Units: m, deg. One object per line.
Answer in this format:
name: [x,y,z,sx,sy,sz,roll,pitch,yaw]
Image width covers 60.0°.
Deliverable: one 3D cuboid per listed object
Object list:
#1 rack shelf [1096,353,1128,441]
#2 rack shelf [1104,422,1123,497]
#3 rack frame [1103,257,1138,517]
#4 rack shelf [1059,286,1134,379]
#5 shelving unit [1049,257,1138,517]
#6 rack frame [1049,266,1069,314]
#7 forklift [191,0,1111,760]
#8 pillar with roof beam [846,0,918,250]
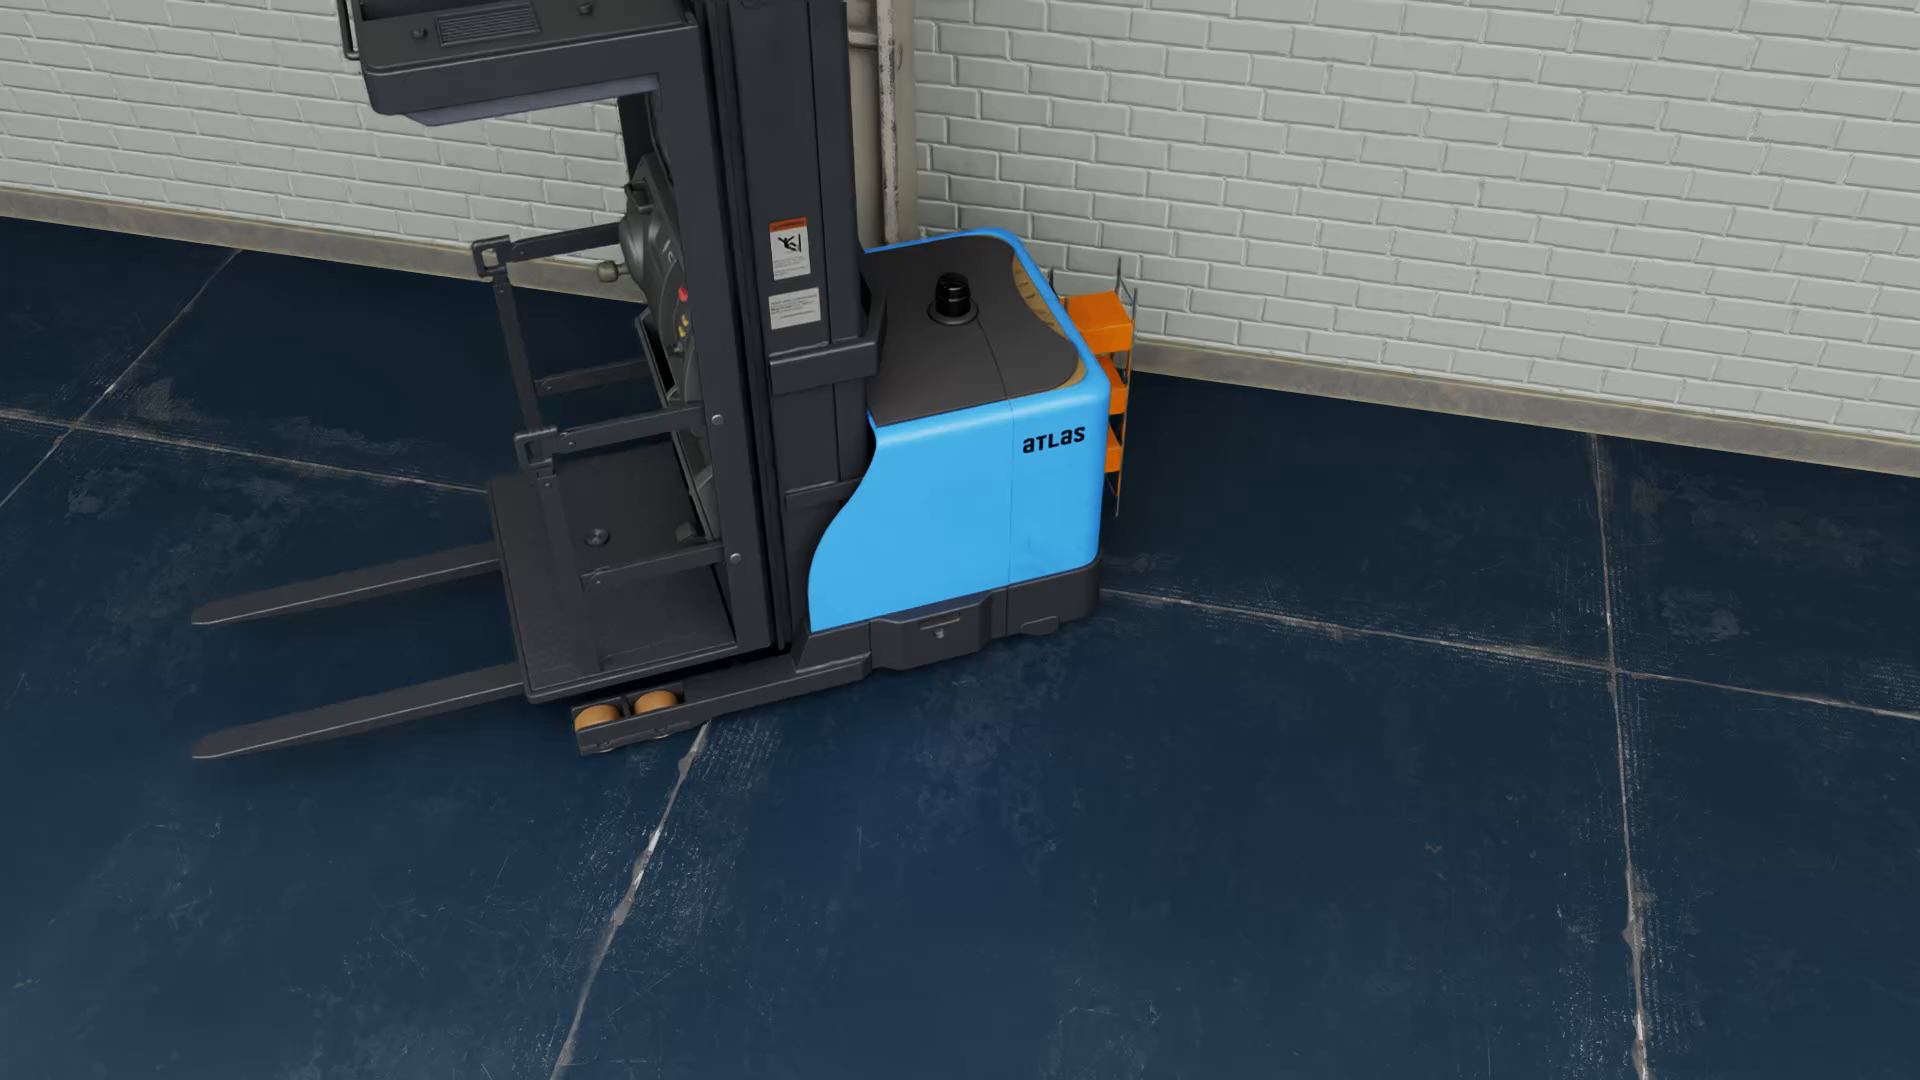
rack shelf: [0.456,-0.506,6.034,0.240,0.259,0.215,-10,45,-10]
rack shelf: [0.456,-0.306,6.227,0.240,0.259,0.215,-10,45,-10]
rack frame: [0.574,-0.534,6.047,0.008,1.050,0.200,-10,45,-10]
rack shelf: [0.456,-0.711,5.837,0.240,0.259,0.215,-10,45,-10]
shelving unit: [0.456,-0.514,6.027,0.252,1.050,0.215,-10,45,-10]
rack frame: [0.337,-0.494,6.006,0.008,1.050,0.200,-10,45,-10]
forklift: [-1.081,-0.763,4.929,3.031,2.935,1.130,-13,45,-13]
pillar with roof beam: [-1.338,-1.133,0.938,0.400,9.000,9.100,9,45,9]
